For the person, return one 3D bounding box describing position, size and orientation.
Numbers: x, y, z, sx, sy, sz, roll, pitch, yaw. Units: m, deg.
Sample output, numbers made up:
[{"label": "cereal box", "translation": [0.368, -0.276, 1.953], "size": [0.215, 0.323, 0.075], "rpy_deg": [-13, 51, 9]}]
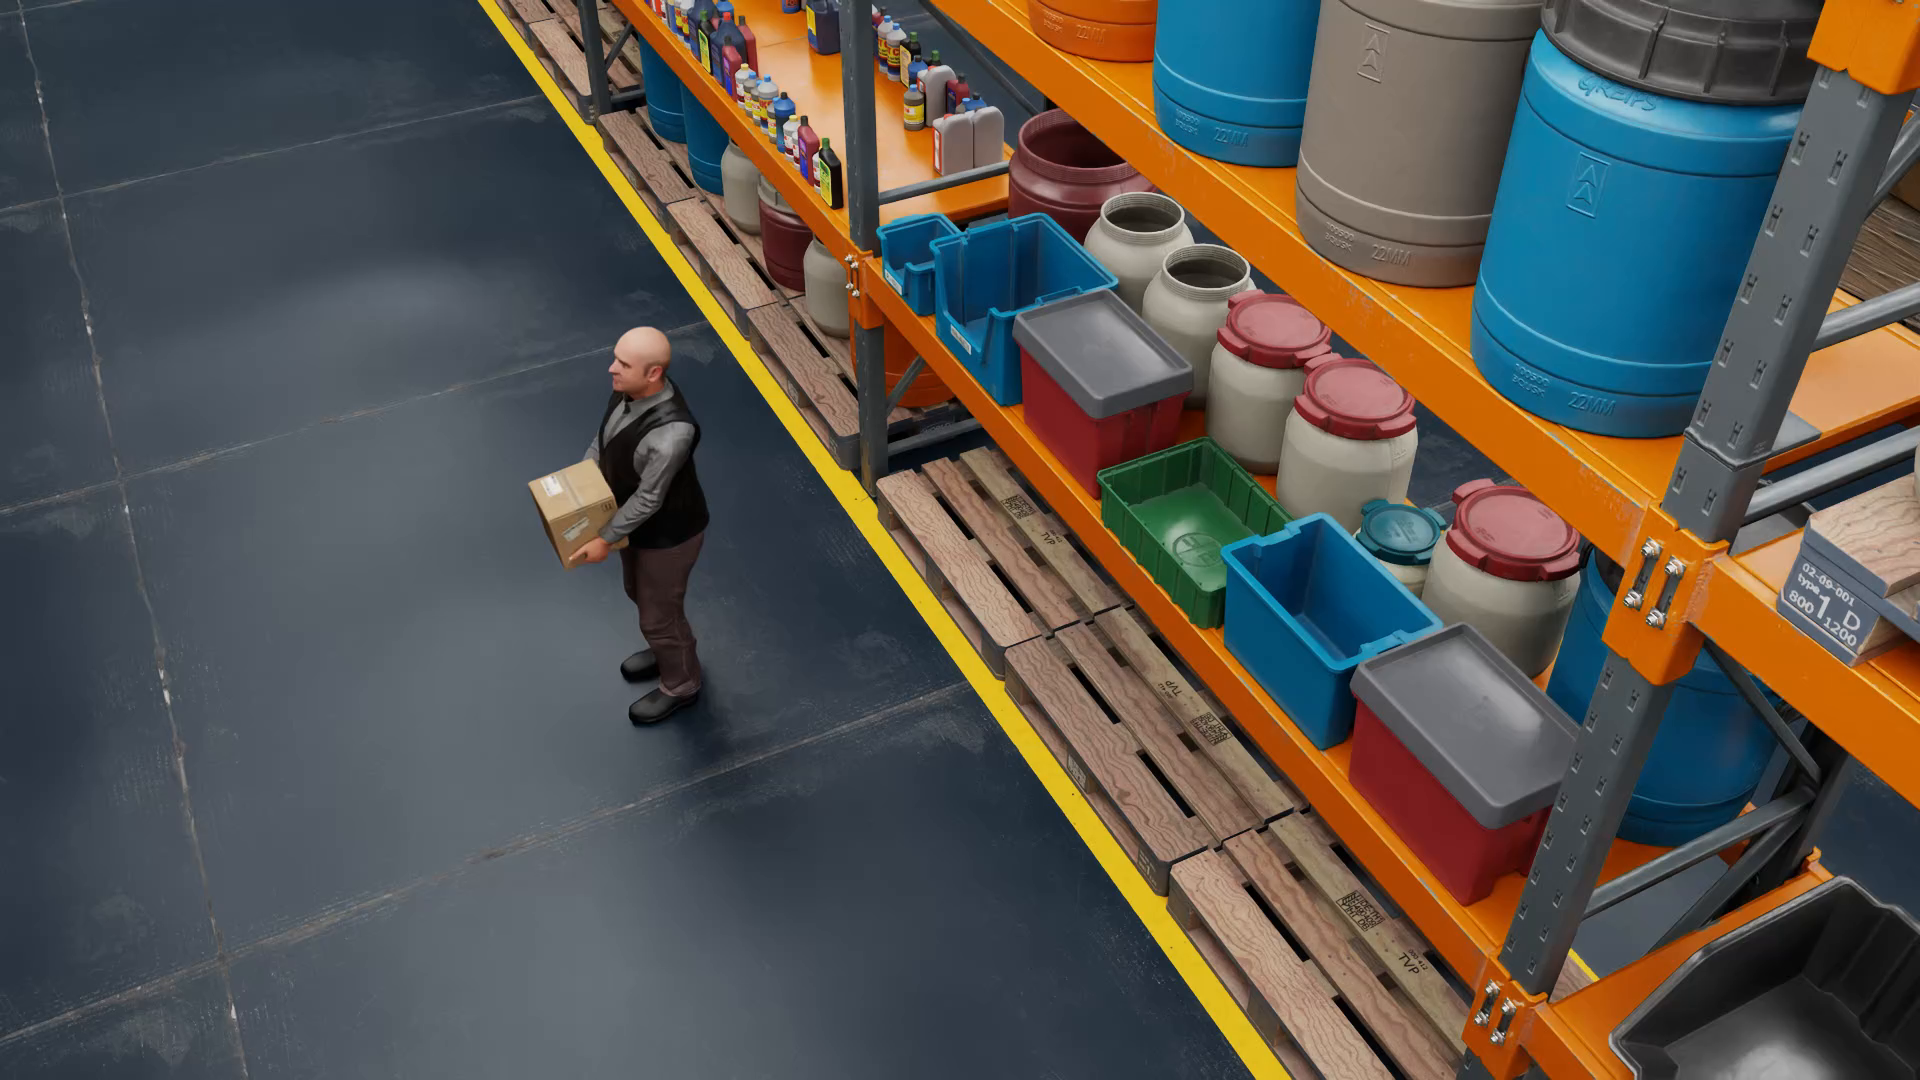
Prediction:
[{"label": "person", "translation": [-1.223, -0.029, 6.224], "size": [0.552, 1.720, 0.502], "rpy_deg": [-19, 44, -21]}]
